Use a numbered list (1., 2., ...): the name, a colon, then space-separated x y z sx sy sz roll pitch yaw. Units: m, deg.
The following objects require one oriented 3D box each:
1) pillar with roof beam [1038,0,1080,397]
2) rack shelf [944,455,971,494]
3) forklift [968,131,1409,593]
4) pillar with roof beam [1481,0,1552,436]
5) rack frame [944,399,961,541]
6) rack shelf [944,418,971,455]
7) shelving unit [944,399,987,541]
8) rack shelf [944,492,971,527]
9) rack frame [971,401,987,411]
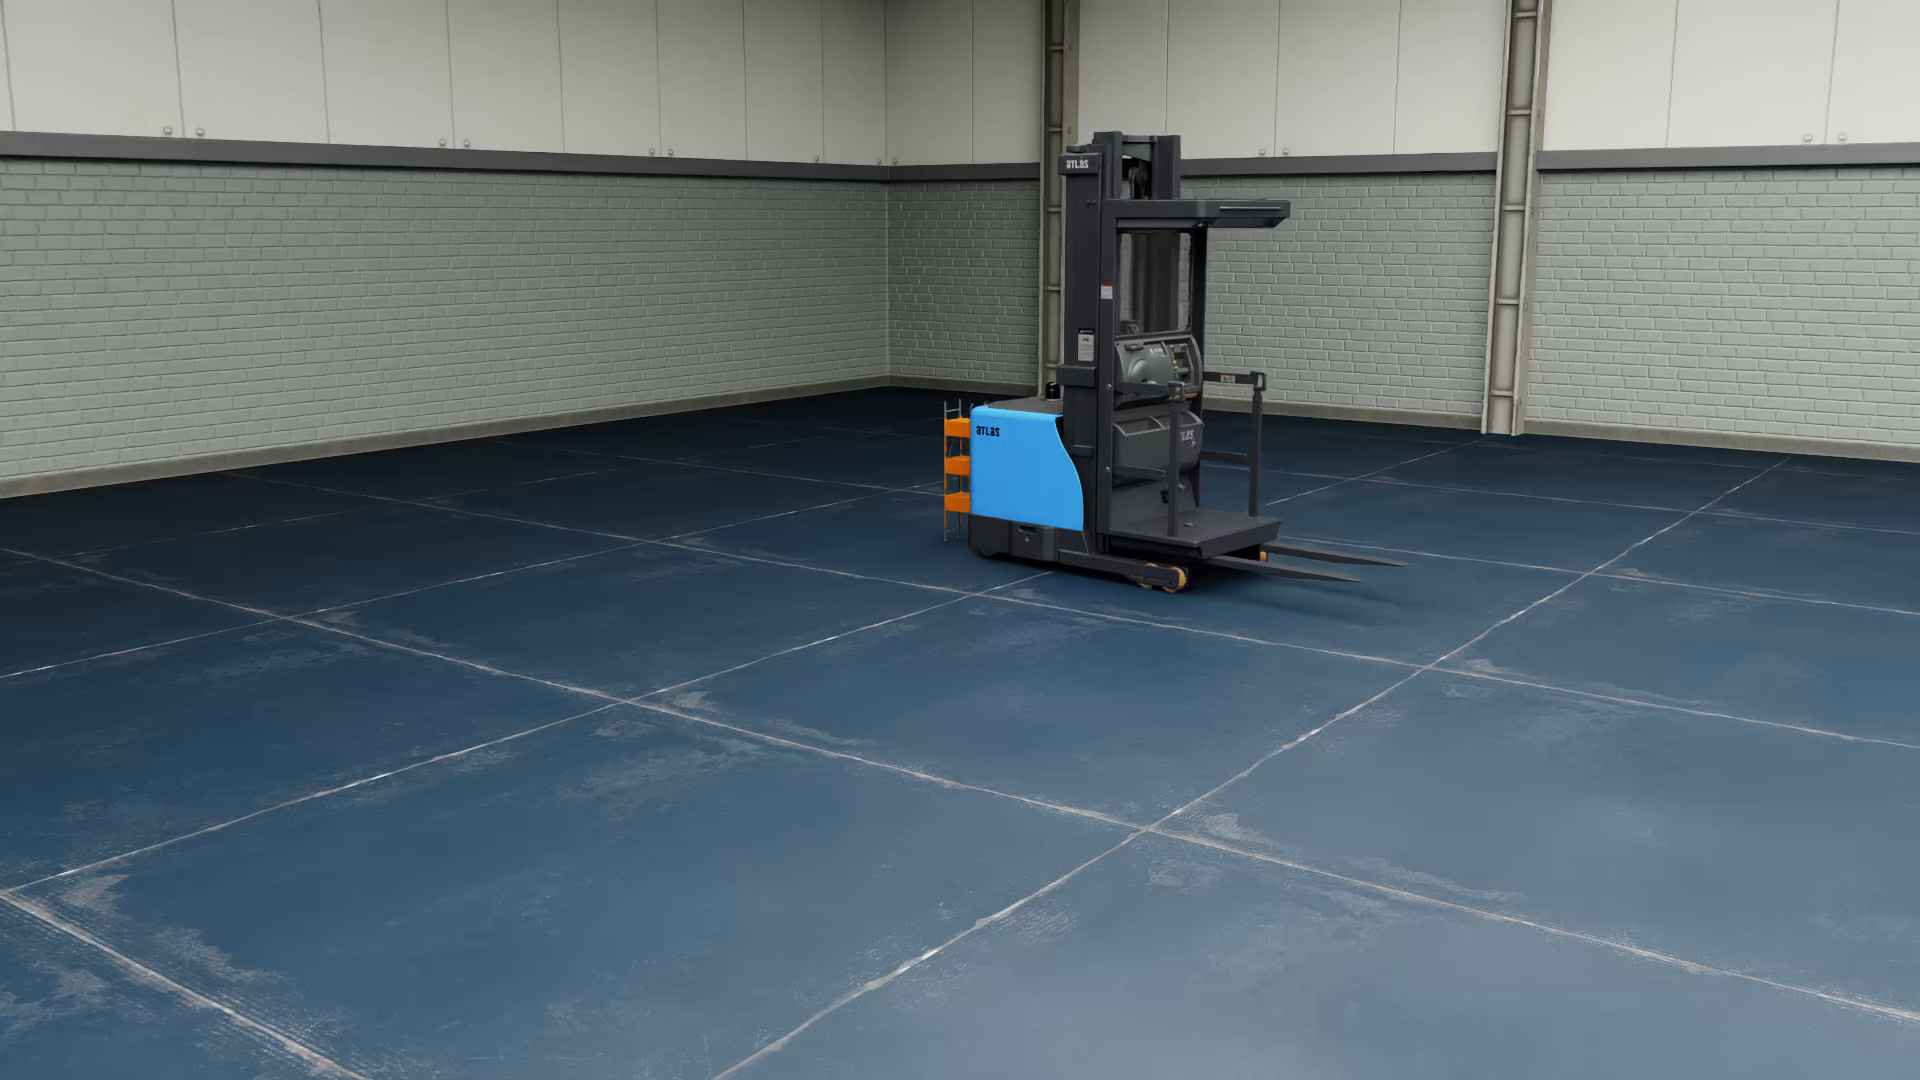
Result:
1. pillar with roof beam: -1.260 -5.641 17.996 0.400 9.000 9.100 8 13 36
2. rack shelf: 0.043 -0.499 12.401 0.240 0.259 0.215 8 13 36
3. forklift: 1.499 -1.210 11.069 3.031 2.935 1.130 9 14 40
4. pillar with roof beam: 3.576 -4.966 14.509 0.400 9.000 9.100 8 13 36
5. rack frame: -0.055 -0.523 12.470 0.008 1.050 0.200 8 13 36
6. rack shelf: 0.043 -0.778 12.347 0.240 0.259 0.215 8 13 36
7. shelving unit: 0.043 -0.509 12.399 0.252 1.050 0.215 8 13 36
8. rack shelf: 0.043 -0.226 12.454 0.240 0.259 0.215 8 13 36
9. rack frame: 0.141 -0.496 12.328 0.008 1.050 0.200 8 13 36
